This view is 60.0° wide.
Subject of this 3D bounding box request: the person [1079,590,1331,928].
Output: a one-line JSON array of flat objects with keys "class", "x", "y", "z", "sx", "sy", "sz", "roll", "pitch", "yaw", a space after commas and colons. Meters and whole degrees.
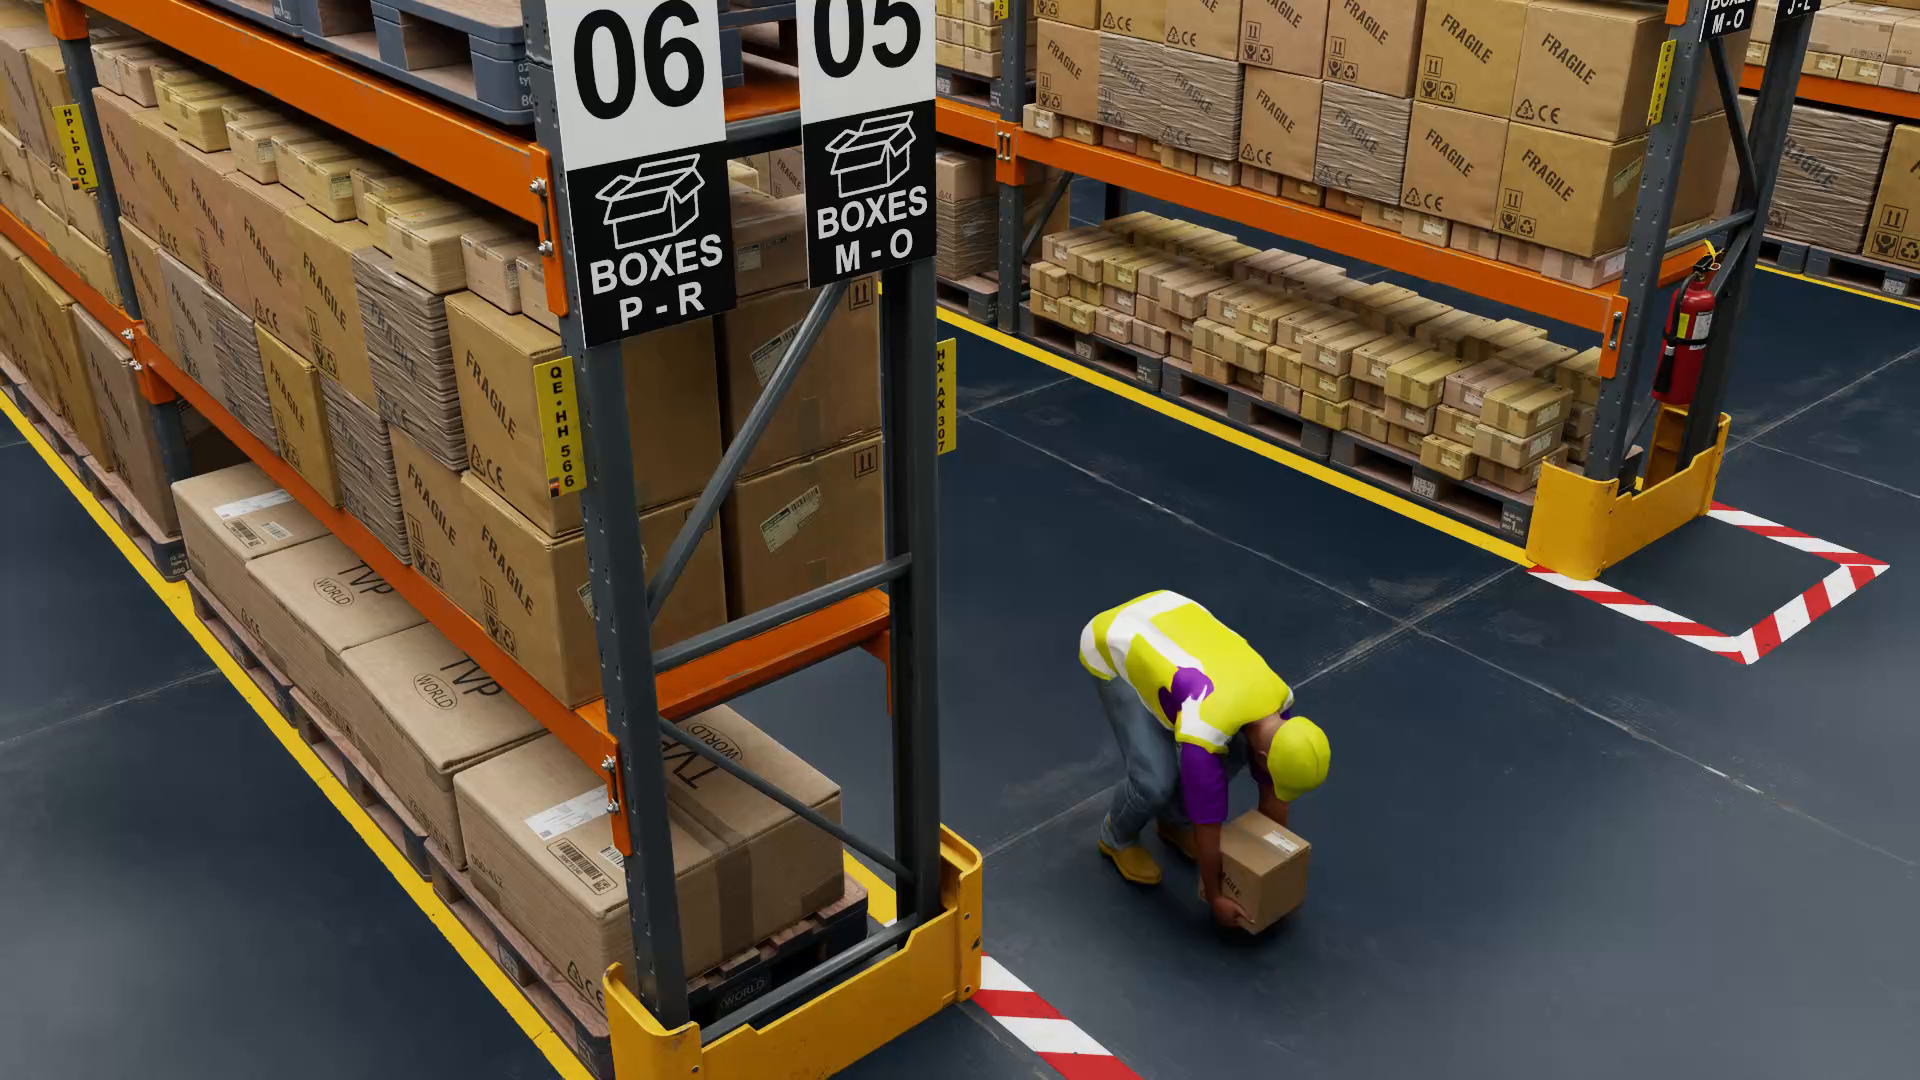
[{"class": "person", "x": 0.817, "y": 0.730, "z": 5.542, "sx": 0.503, "sy": 0.993, "sz": 0.974, "roll": -20, "pitch": 34, "yaw": -32}]
